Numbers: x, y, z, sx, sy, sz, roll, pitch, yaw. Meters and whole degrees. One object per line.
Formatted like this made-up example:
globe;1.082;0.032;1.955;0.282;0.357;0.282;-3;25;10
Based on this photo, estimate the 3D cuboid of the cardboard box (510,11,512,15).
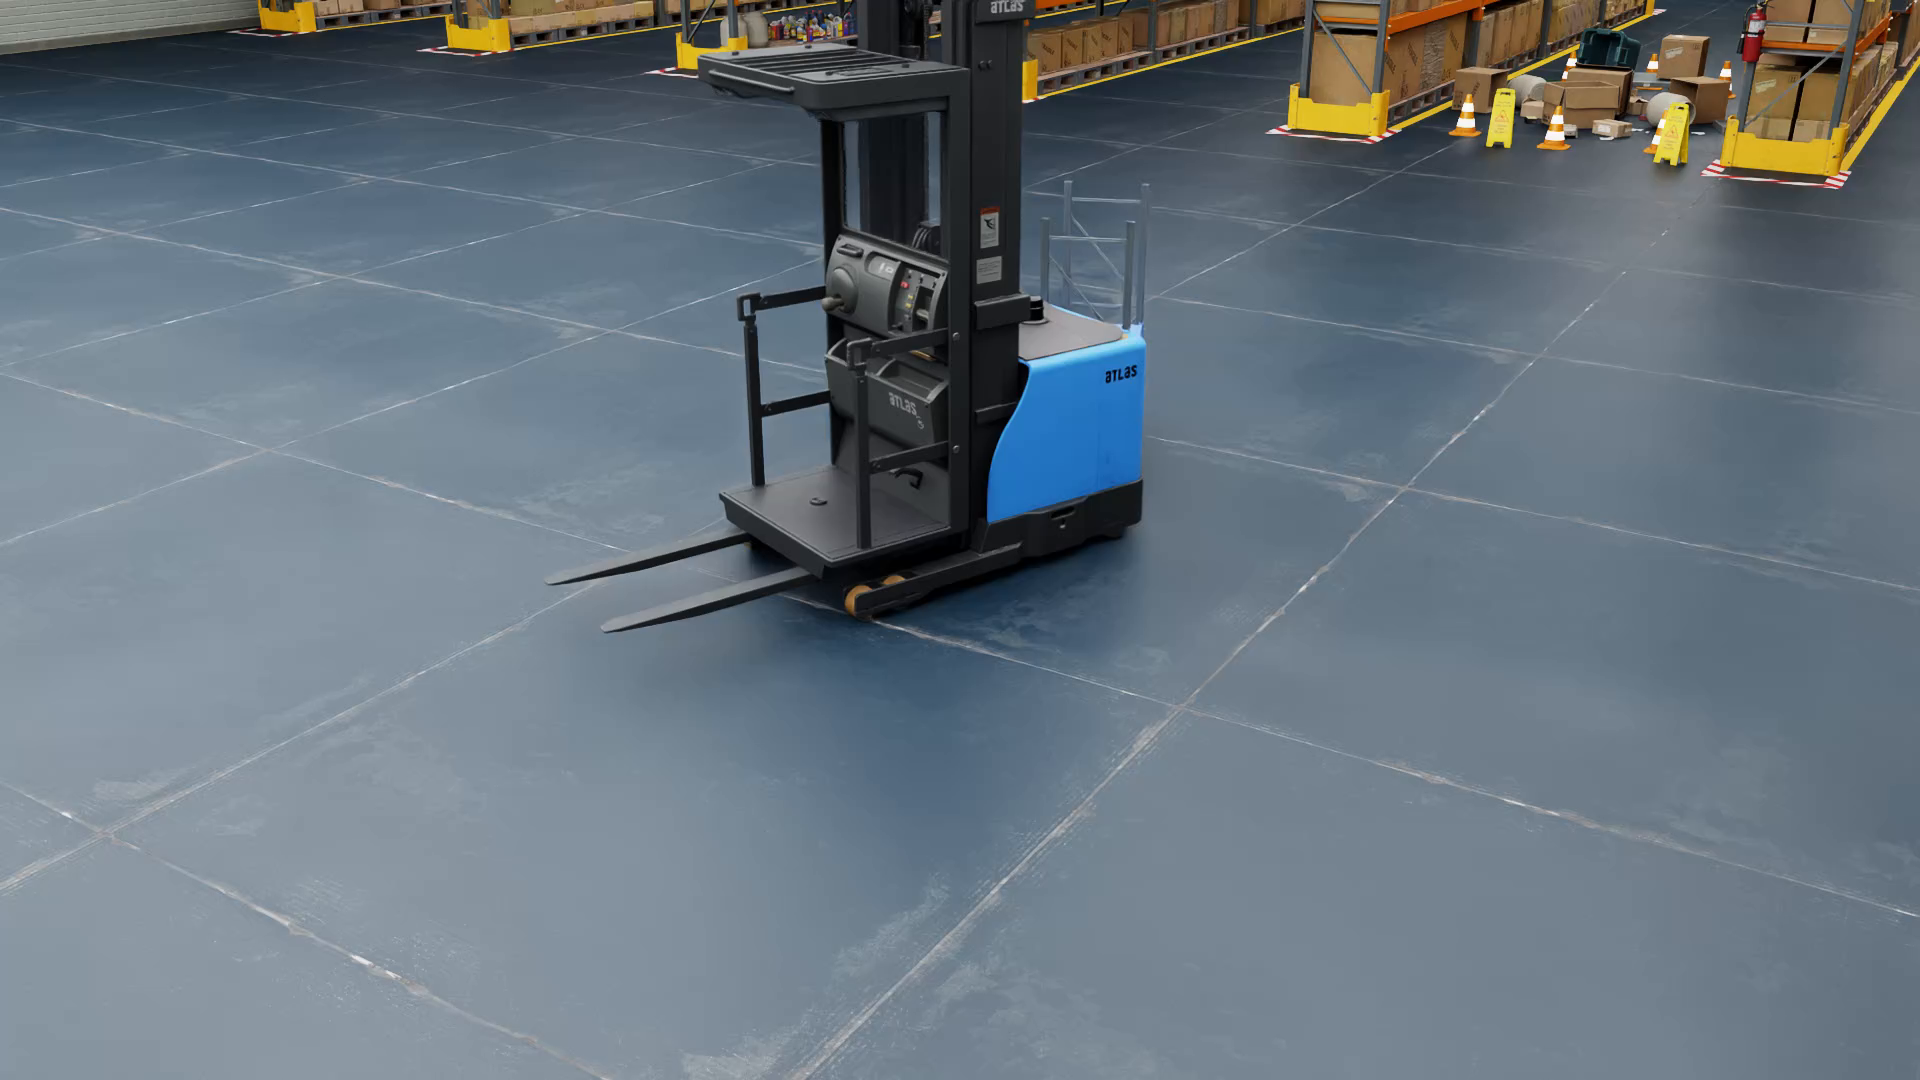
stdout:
cardboard box;-7.679;-8.892;28.448;0.500;0.250;0.500;14;27;29

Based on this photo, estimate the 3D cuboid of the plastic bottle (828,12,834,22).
plastic bottle;-2.189;-8.792;28.164;0.097;0.271;0.097;0;23;0

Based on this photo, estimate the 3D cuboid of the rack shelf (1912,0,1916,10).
rack shelf;14.144;-8.438;25.372;1.077;0.370;4.000;14;27;29

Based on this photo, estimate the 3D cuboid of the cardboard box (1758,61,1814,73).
cardboard box;9.342;-5.170;18.906;0.500;0.500;0.500;15;28;31

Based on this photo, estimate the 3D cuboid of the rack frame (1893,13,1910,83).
rack frame;13.089;-8.093;23.670;1.000;3.000;0.127;14;27;29

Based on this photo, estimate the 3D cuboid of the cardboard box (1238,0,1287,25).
cardboard box;5.051;-9.616;29.333;1.225;0.875;0.875;12;26;27

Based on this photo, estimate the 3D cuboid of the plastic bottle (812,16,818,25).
plastic bottle;-2.400;-8.548;27.601;0.097;0.271;0.097;0;23;0

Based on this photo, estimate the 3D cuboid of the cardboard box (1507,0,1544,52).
cardboard box;8.433;-8.070;25.919;1.050;0.750;0.750;13;27;28

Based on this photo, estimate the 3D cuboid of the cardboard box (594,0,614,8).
cardboard box;-6.447;-9.634;29.217;0.500;0.500;0.500;14;27;29

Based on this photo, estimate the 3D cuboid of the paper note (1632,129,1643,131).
paper note;8.252;-5.017;20.315;0.142;0.019;0.148;-17;29;-35

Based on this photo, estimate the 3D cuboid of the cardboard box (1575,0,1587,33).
cardboard box;10.219;-8.844;28.022;0.500;0.500;0.500;13;27;28

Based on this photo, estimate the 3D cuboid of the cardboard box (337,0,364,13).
cardboard box;-11.433;-9.959;30.810;0.500;0.311;0.500;16;28;33

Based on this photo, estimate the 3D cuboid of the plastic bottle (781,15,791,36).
plastic bottle;-2.848;-8.389;27.133;0.144;0.351;0.185;15;28;31

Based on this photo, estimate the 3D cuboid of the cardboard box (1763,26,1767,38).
cardboard box;8.924;-5.558;18.129;0.380;0.149;0.250;14;27;28

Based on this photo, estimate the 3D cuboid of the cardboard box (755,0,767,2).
cardboard box;-4.083;-10.775;32.796;0.500;0.250;0.500;14;27;28

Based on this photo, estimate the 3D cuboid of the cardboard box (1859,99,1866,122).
cardboard box;10.351;-5.066;19.609;0.500;0.250;0.500;14;27;30

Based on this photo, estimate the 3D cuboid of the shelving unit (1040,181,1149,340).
shelving unit;0.781;-1.233;9.710;0.538;1.500;1.048;4;24;9

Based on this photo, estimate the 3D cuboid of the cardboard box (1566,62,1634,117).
cardboard box;8.131;-5.751;21.230;0.797;0.637;0.503;14;27;29

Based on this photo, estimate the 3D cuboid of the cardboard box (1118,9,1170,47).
cardboard box;2.902;-8.078;26.226;0.700;0.500;0.500;12;26;25

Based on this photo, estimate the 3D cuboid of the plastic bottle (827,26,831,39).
plastic bottle;-2.143;-8.225;26.941;0.097;0.201;0.097;0;23;0

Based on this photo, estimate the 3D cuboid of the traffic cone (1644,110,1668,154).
traffic cone;8.000;-4.645;18.896;0.336;0.463;0.334;14;27;29

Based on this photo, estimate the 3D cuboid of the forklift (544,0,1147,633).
forklift;-0.525;-1.201;7.834;3.031;2.935;1.130;-16;28;-33

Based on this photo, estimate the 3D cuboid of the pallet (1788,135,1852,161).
pallet;9.368;-4.406;18.662;1.003;0.211;1.213;14;27;29

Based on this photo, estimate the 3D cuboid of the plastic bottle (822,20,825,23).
plastic bottle;-2.194;-8.330;27.081;0.061;0.283;0.133;14;27;29

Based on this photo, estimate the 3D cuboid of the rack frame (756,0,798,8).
rack frame;-3.744;-12.247;33.265;1.000;3.000;0.127;14;27;29

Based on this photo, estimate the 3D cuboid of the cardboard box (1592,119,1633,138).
cardboard box;7.844;-4.950;19.998;0.250;0.149;0.380;-12;26;-26

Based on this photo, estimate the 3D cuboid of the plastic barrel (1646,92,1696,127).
plastic barrel;8.672;-5.225;20.288;0.421;0.421;0.512;-7;24;-17

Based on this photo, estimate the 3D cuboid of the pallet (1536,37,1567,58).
pallet;9.244;-8.080;27.150;1.003;0.211;1.213;14;27;29

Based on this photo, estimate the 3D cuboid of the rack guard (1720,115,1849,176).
rack guard;8.909;-4.272;17.988;1.175;0.500;0.348;14;27;29

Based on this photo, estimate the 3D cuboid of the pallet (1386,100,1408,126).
pallet;4.966;-5.403;20.965;1.003;0.211;1.213;14;27;29

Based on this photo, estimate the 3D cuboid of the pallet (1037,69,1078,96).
pallet;0.948;-6.483;23.459;1.003;0.211;1.213;14;27;29

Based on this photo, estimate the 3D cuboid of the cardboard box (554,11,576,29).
cardboard box;-6.968;-8.951;28.583;0.500;0.250;0.500;14;27;29

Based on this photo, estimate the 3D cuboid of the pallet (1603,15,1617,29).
pallet;11.264;-9.401;30.200;1.003;0.211;1.213;14;27;29

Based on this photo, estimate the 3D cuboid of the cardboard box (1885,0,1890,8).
cardboard box;10.690;-6.548;19.601;0.500;0.500;0.500;15;28;31

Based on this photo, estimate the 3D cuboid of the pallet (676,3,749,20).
pallet;-4.856;-10.288;32.249;1.003;0.211;1.213;14;27;29

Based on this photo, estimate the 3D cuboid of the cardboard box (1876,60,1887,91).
cardboard box;11.630;-6.151;21.962;0.950;0.372;0.625;16;28;32

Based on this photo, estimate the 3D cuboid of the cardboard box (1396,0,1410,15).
cardboard box;5.039;-6.790;20.471;0.875;0.550;0.550;14;27;29

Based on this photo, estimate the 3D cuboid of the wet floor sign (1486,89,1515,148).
wet floor sign;6.277;-4.891;19.237;0.267;0.644;0.232;9;25;20

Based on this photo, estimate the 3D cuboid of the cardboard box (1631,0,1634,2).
cardboard box;12.479;-10.226;31.282;0.380;0.149;0.250;14;27;30

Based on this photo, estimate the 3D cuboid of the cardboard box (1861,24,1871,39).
cardboard box;9.727;-5.586;18.194;0.380;0.149;0.250;14;27;30

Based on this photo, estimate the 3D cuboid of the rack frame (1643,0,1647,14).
rack frame;13.050;-11.797;32.224;1.000;3.000;0.127;14;27;29

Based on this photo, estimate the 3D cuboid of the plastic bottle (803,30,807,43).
plastic bottle;-2.482;-8.007;26.439;0.097;0.201;0.097;0;23;0

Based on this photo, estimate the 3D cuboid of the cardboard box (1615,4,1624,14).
cardboard box;12.055;-9.833;30.748;0.380;0.149;0.250;13;27;28

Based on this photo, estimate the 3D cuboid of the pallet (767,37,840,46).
pallet;-2.680;-7.947;26.842;1.003;0.211;1.213;14;27;29

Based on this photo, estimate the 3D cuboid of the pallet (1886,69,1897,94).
pallet;12.675;-6.550;23.615;1.003;0.211;1.213;14;27;29

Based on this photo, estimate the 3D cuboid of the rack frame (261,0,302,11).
rack frame;-12.175;-10.584;29.423;1.000;3.000;0.127;14;27;29

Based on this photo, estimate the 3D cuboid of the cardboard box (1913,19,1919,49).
cardboard box;14.470;-8.129;25.897;0.875;0.875;0.875;15;27;30

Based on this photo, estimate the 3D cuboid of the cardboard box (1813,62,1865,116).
cardboard box;9.814;-5.068;18.670;0.500;0.500;0.500;13;26;27

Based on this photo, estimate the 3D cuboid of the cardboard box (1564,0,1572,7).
cardboard box;9.667;-8.839;27.067;0.500;0.250;0.500;13;27;28

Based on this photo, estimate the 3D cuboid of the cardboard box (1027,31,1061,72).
cardboard box;1.080;-6.932;23.604;0.500;0.500;0.500;-20;31;-39

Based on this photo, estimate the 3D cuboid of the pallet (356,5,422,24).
pallet;-11.032;-10.007;31.600;1.003;0.211;1.213;14;27;29
